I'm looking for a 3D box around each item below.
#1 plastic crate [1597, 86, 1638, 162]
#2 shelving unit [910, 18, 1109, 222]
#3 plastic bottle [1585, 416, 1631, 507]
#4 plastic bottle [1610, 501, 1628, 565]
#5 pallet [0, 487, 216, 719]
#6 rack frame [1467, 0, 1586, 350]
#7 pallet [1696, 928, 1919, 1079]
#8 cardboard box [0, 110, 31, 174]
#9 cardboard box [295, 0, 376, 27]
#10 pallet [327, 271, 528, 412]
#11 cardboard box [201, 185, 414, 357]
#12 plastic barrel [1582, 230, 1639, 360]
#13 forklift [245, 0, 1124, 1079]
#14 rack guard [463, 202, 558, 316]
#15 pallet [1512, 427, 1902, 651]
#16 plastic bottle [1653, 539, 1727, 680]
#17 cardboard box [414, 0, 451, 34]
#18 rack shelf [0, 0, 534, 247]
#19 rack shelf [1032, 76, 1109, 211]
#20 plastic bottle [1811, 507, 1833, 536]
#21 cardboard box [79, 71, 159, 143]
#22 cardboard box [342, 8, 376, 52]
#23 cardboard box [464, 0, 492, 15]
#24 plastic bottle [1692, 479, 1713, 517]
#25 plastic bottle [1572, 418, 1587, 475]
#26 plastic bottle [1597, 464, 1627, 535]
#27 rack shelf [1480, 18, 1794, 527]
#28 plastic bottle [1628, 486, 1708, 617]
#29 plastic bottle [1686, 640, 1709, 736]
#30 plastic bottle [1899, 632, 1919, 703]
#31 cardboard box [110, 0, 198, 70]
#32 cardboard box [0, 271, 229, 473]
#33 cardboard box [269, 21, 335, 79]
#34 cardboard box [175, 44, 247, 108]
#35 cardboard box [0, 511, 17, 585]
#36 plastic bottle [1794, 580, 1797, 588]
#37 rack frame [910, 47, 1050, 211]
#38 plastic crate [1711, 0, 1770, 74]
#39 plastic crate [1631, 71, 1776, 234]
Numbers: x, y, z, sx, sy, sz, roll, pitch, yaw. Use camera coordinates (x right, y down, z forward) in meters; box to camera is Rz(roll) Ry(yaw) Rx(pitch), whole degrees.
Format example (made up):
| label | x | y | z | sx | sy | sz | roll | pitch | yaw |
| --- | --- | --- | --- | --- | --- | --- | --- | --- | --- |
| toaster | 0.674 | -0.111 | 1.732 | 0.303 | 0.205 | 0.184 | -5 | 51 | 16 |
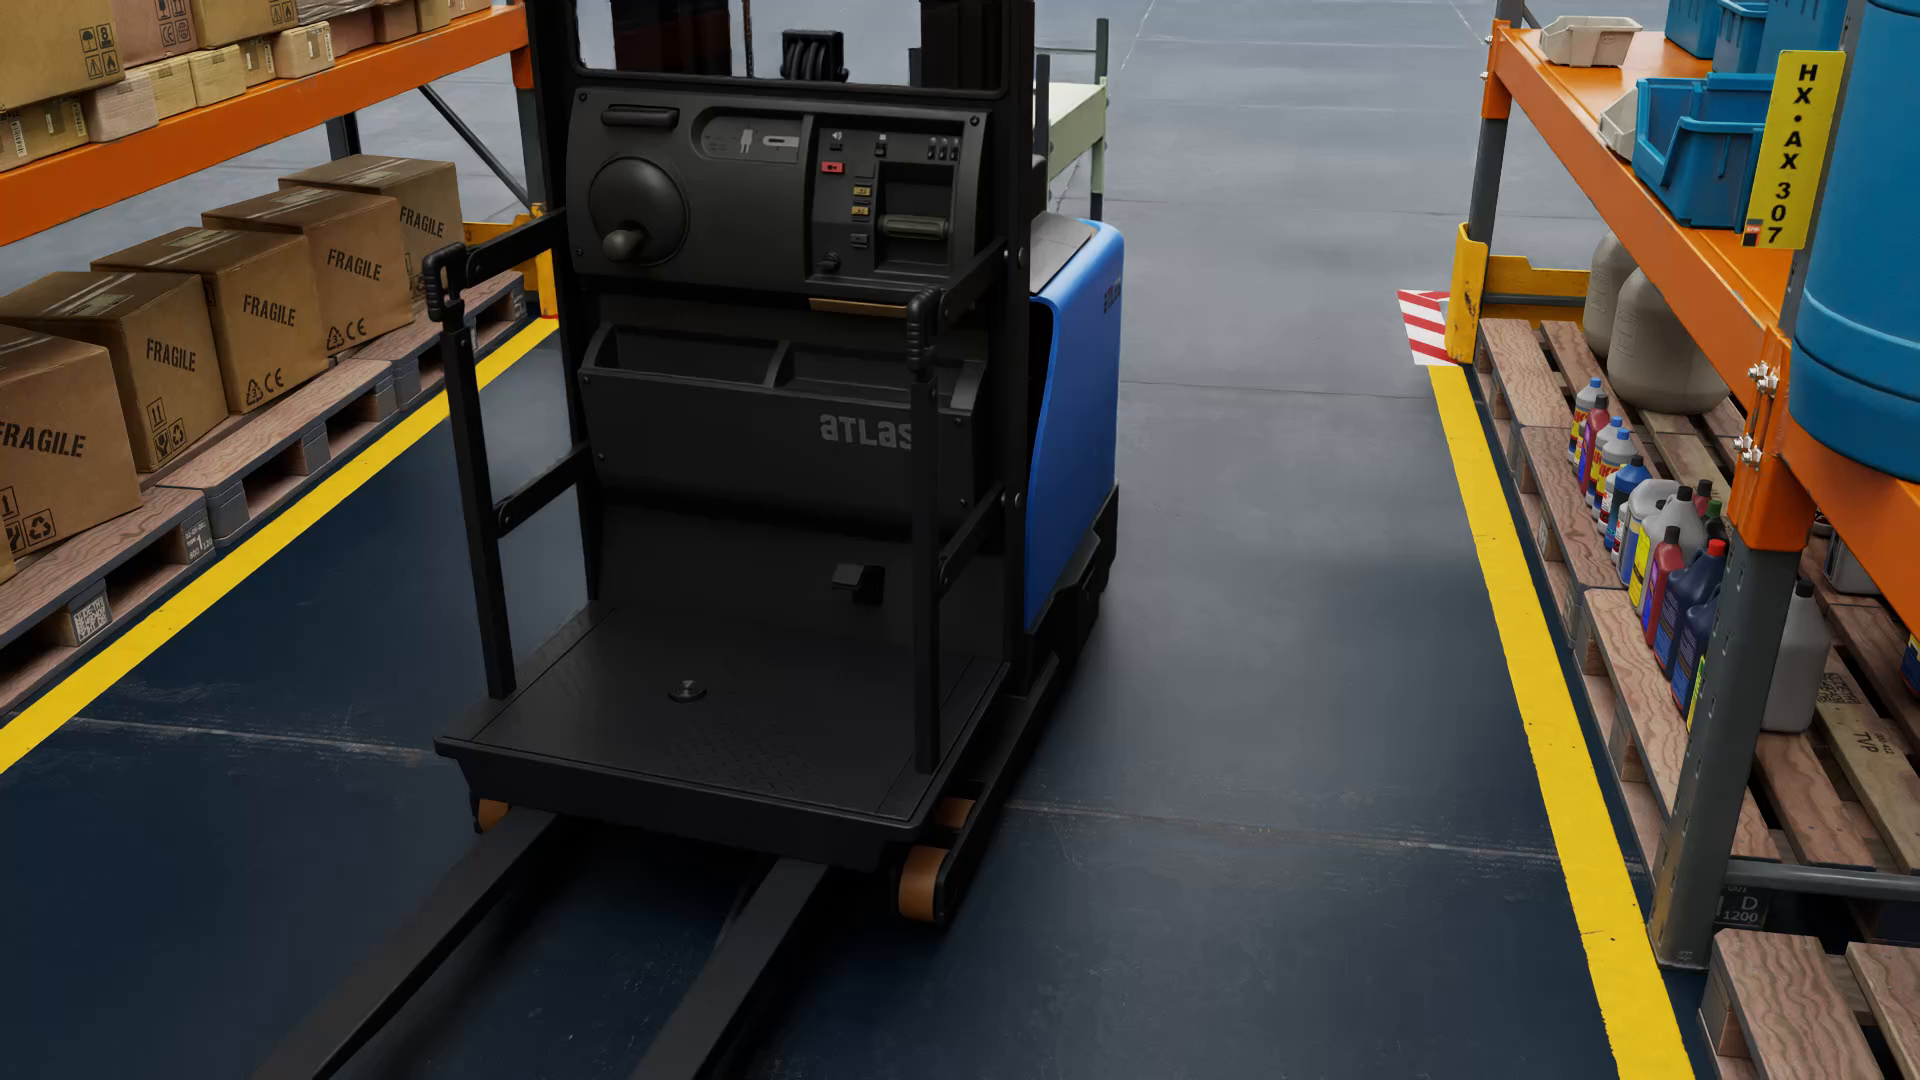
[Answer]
| label | x | y | z | sx | sy | sz | roll | pitch | yaw |
| --- | --- | --- | --- | --- | --- | --- | --- | --- | --- |
| plastic crate | 1.939 | -1.054 | 4.274 | 0.530 | 0.136 | 0.437 | 4 | 25 | 9 |
| shelving unit | 0.163 | -0.824 | 5.242 | 0.431 | 1.500 | 0.755 | 8 | 26 | 16 |
| plastic bottle | 1.918 | -0.233 | 4.909 | 0.097 | 0.271 | 0.097 | 0 | 25 | 0 |
| plastic bottle | 1.851 | -0.032 | 4.562 | 0.097 | 0.201 | 0.097 | 0 | 25 | 0 |
| pallet | -2.888 | 0.160 | 4.659 | 1.003 | 0.211 | 1.213 | 4 | 25 | 9 |
| rack frame | 2.577 | -2.149 | 6.304 | 1.000 | 3.000 | 0.127 | 4 | 25 | 9 |
| pallet | 1.834 | 1.118 | 2.613 | 1.003 | 0.211 | 1.213 | 4 | 25 | 9 |
| cardboard box | -2.564 | -0.985 | 4.112 | 0.380 | 0.149 | 0.250 | 4 | 25 | 9 |
| cardboard box | -2.514 | -2.021 | 5.560 | 0.875 | 0.500 | 0.500 | 4 | 25 | 9 |
| pallet | -2.489 | -0.860 | 6.839 | 1.003 | 0.211 | 1.213 | 4 | 25 | 9 |
| cardboard box | -2.491 | -1.038 | 6.383 | 0.500 | 0.500 | 0.500 | 11 | 27 | 22 |
| plastic barrel | 2.545 | -0.932 | 6.143 | 0.421 | 0.512 | 0.421 | 0 | 25 | 0 |
| forklift | -0.459 | -0.706 | 3.301 | 1.130 | 2.935 | 3.031 | 8 | 26 | 16 |
| rack guard | -2.321 | -1.329 | 7.499 | 1.175 | 0.500 | 0.348 | 4 | 25 | 9 |
| pallet | 2.272 | -0.003 | 5.008 | 1.003 | 0.211 | 1.213 | 4 | 25 | 9 |
| plastic bottle | 1.776 | 0.154 | 3.987 | 0.144 | 0.351 | 0.185 | 3 | 25 | 6 |
| cardboard box | -2.183 | -2.033 | 6.350 | 0.380 | 0.149 | 0.250 | 4 | 25 | 9 |
| rack shelf | -2.636 | -1.330 | 5.402 | 1.077 | 0.370 | 4.000 | 4 | 25 | 9 |
| rack shelf | 0.163 | -1.178 | 5.077 | 0.431 | 0.370 | 0.720 | 8 | 26 | 16 |
| plastic bottle | 2.493 | -0.122 | 4.754 | 0.097 | 0.201 | 0.097 | 0 | 25 | 0 |
| cardboard box | -2.451 | -1.192 | 4.554 | 0.380 | 0.149 | 0.250 | 4 | 25 | 9 |
| cardboard box | -2.321 | -1.827 | 5.912 | 0.380 | 0.149 | 0.250 | 4 | 25 | 9 |
| cardboard box | -2.152 | -2.245 | 6.805 | 0.380 | 0.149 | 0.250 | 4 | 25 | 9 |
| plastic bottle | 1.964 | -0.011 | 4.420 | 0.061 | 0.283 | 0.133 | 4 | 25 | 9 |
| plastic bottle | 1.957 | -0.301 | 5.137 | 0.097 | 0.201 | 0.097 | 0 | 25 | 0 |
| plastic bottle | 1.885 | -0.118 | 4.746 | 0.097 | 0.201 | 0.097 | 0 | 25 | 0 |
| rack shelf | 2.250 | -0.987 | 4.669 | 1.077 | 0.370 | 4.000 | 4 | 25 | 9 |
| plastic bottle | 1.829 | 0.019 | 4.276 | 0.144 | 0.351 | 0.185 | 4 | 25 | 8 |
| plastic bottle | 1.677 | 0.331 | 3.691 | 0.061 | 0.283 | 0.133 | 5 | 26 | 11 |
| plastic bottle | 2.323 | 0.205 | 3.879 | 0.144 | 0.351 | 0.185 | 4 | 25 | 9 |
| cardboard box | -2.729 | -1.606 | 4.675 | 0.875 | 0.500 | 0.500 | 4 | 25 | 9 |
| cardboard box | -2.748 | -0.547 | 5.334 | 0.500 | 0.500 | 0.500 | 2 | 25 | 4 |
| cardboard box | -2.293 | -1.611 | 5.449 | 0.380 | 0.149 | 0.250 | 4 | 25 | 9 |
| cardboard box | -2.399 | -1.403 | 5.006 | 0.380 | 0.149 | 0.250 | 4 | 25 | 9 |
| cardboard box | -2.858 | -0.042 | 4.255 | 0.500 | 0.500 | 0.500 | 3 | 25 | 7 |
| plastic bottle | 1.926 | 0.188 | 4.004 | 0.152 | 0.276 | 0.135 | 4 | 25 | 9 |
| rack frame | 0.053 | -0.676 | 4.926 | 0.400 | 1.500 | 0.023 | 8 | 26 | 16 |
| plastic crate | 2.679 | -1.581 | 5.264 | 0.499 | 0.251 | 0.408 | 4 | 25 | 9 |
| plastic crate | 1.837 | -0.891 | 3.790 | 0.499 | 0.251 | 0.616 | 4 | 25 | 9 |
